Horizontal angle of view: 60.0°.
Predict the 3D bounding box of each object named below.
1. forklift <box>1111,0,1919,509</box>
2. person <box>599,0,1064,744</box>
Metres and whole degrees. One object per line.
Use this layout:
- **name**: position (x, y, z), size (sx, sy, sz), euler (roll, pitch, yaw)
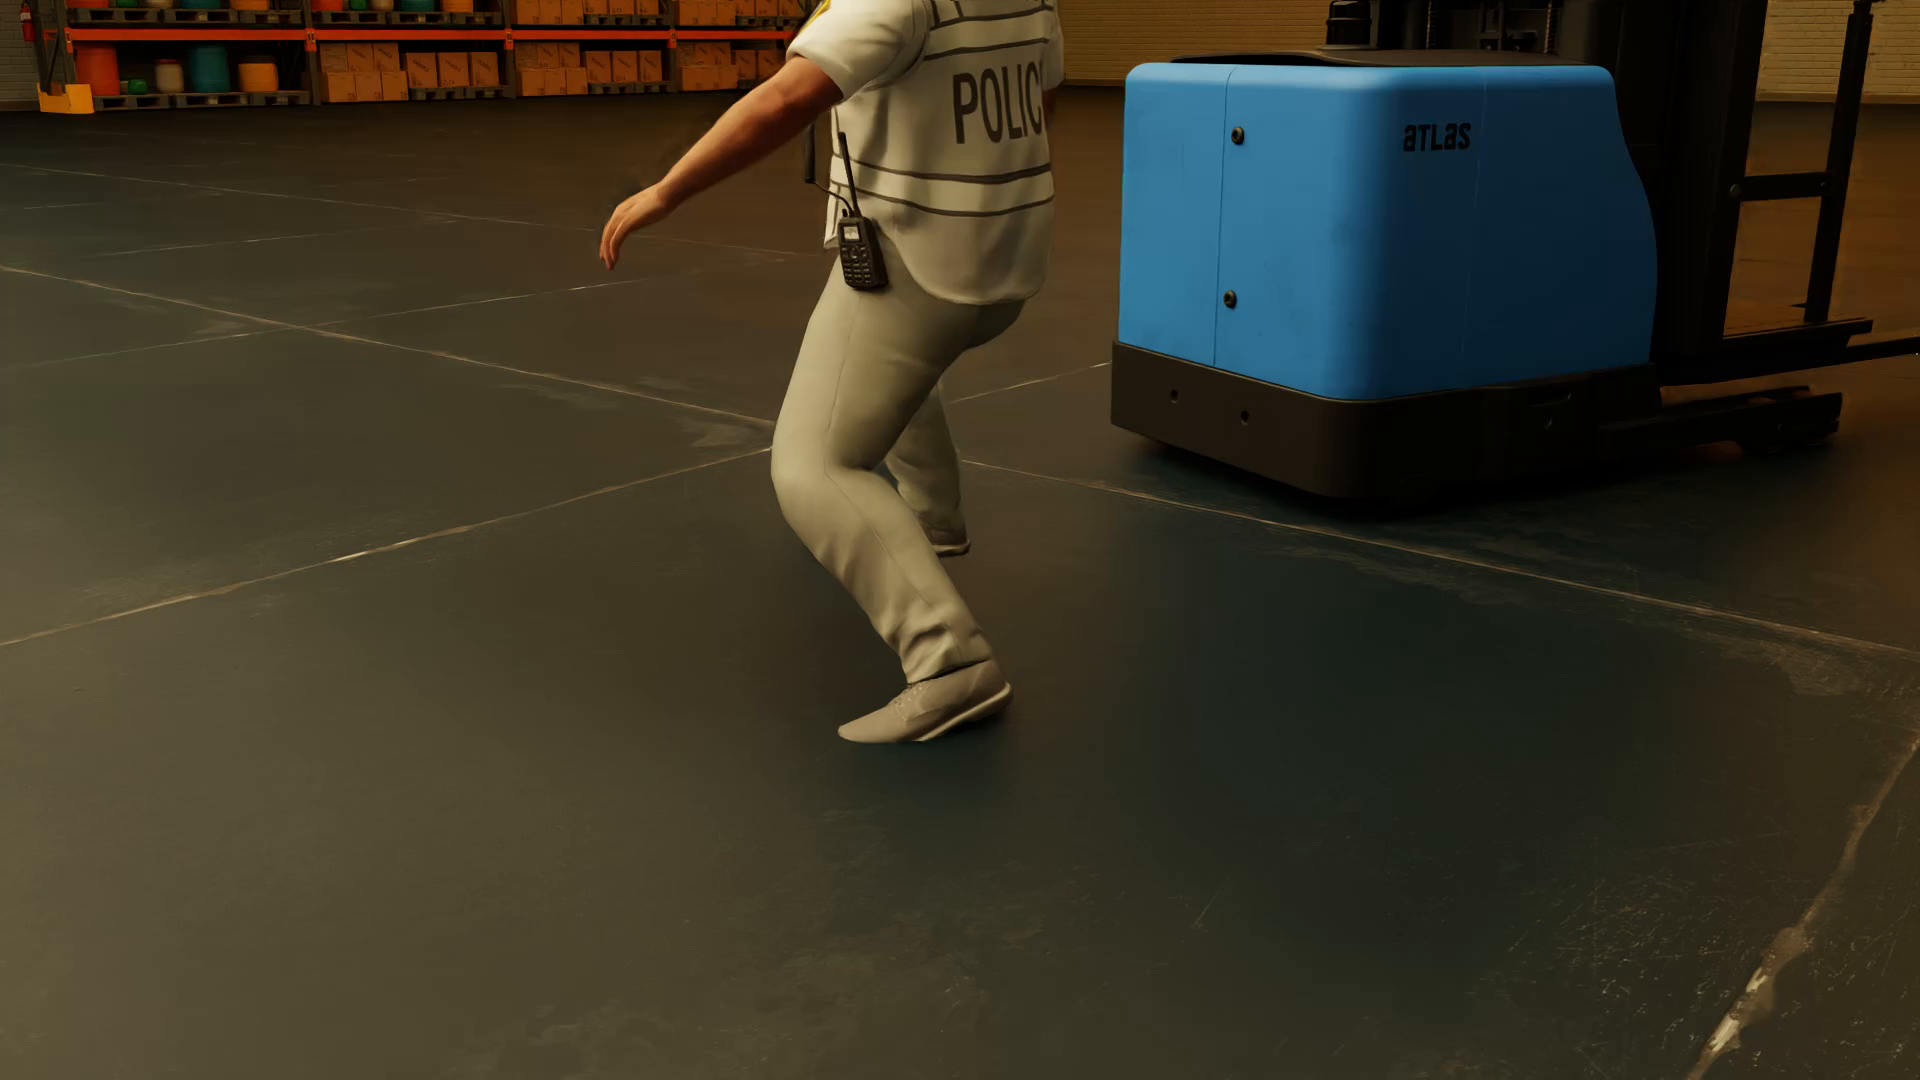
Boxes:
- **forklift**: position (1.975, -1.769, 4.724), size (3.031, 2.935, 1.130), euler (-9, 19, -28)
- **person**: position (-0.143, -0.541, 3.067), size (0.821, 1.621, 0.978), euler (11, 20, 31)
